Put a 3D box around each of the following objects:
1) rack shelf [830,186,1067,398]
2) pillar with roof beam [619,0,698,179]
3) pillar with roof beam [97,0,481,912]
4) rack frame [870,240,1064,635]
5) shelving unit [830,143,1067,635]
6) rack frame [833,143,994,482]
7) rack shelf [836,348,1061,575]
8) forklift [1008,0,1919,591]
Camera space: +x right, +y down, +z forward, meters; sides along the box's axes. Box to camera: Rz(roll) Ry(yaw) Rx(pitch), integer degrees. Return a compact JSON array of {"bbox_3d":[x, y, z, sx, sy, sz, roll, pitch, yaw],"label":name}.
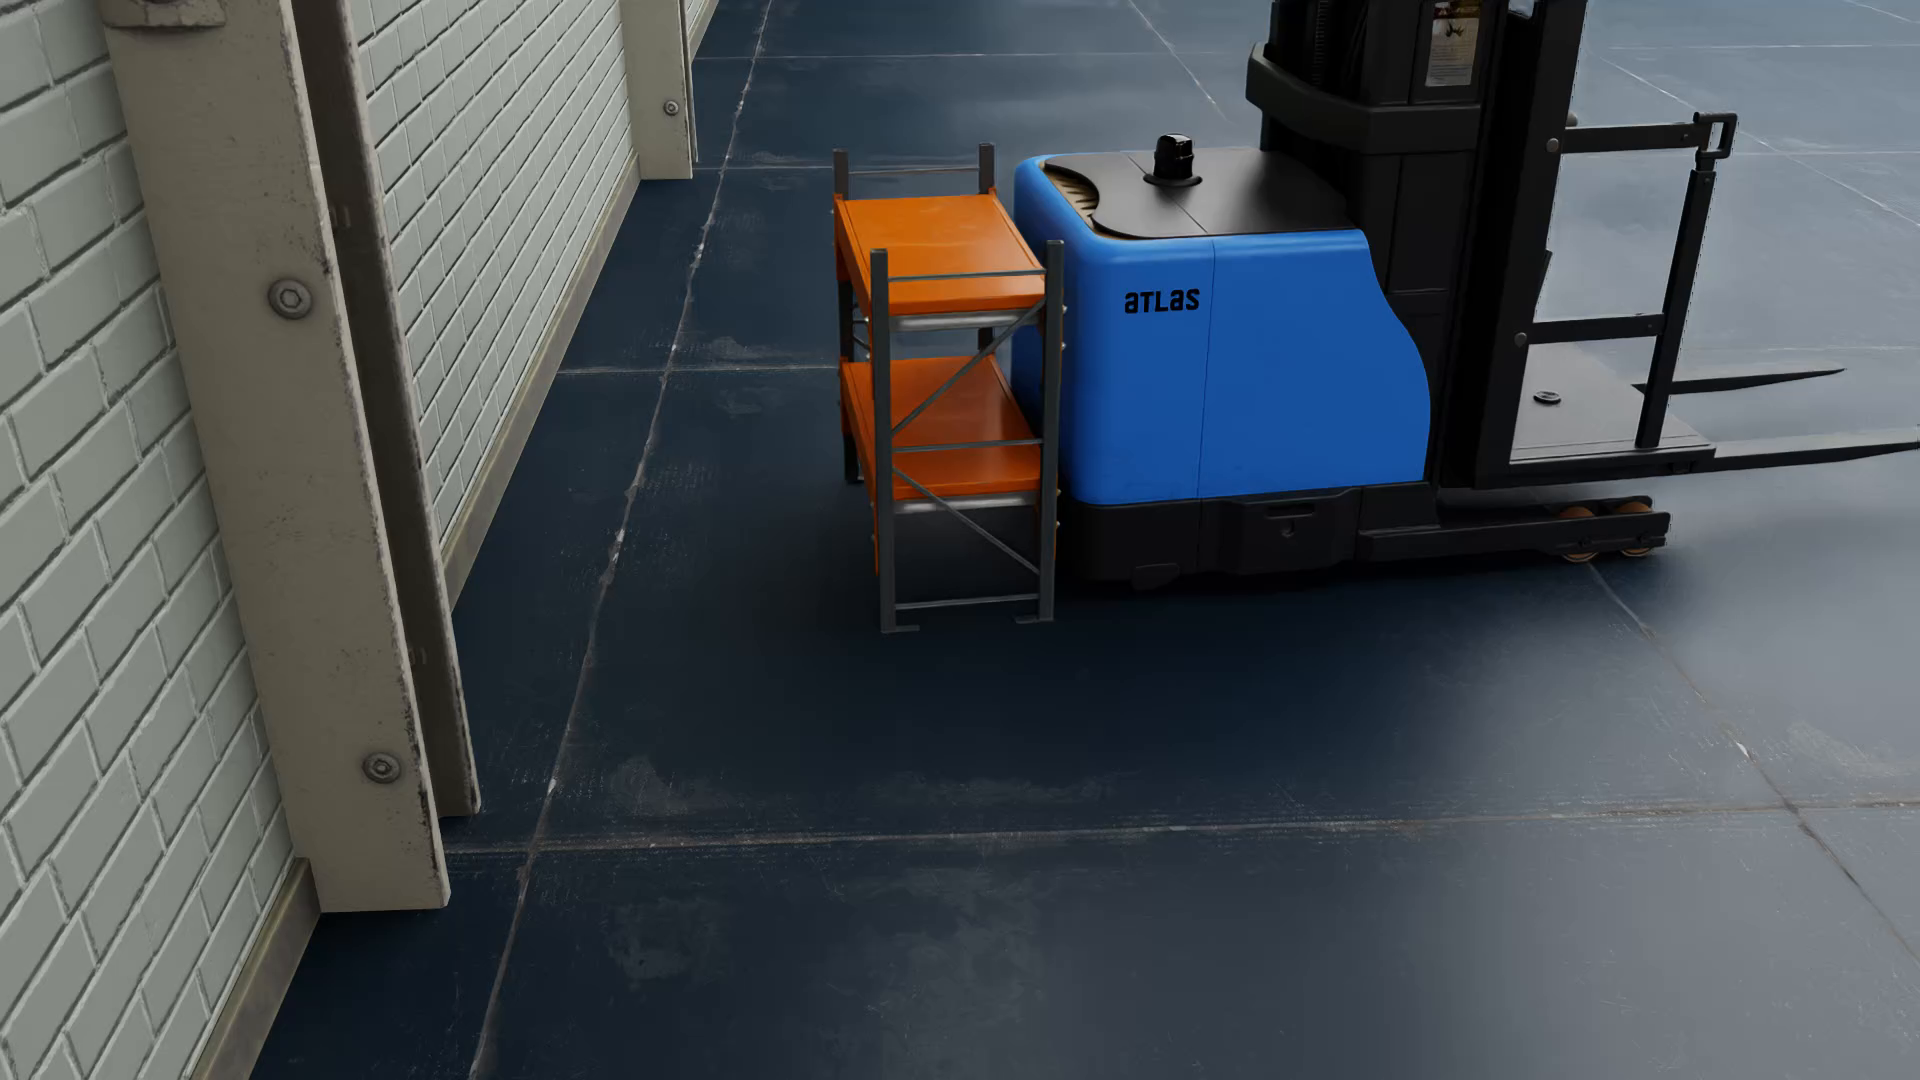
[{"bbox_3d":[-0.062,-0.746,4.831,0.538,0.278,1.000,-4,28,-8],"label":"rack shelf"},{"bbox_3d":[2.681,-6.137,7.286,9.100,9.000,0.400,-1,28,-3],"label":"pillar with roof beam"},{"bbox_3d":[2.994,-3.366,1.974,9.100,9.000,0.400,-1,28,-3],"label":"pillar with roof beam"},{"bbox_3d":[0.019,-0.255,4.522,0.500,1.125,0.032,-4,28,-8],"label":"rack frame"},{"bbox_3d":[-0.062,-0.487,4.967,0.538,1.125,1.048,-4,28,-8],"label":"shelving unit"},{"bbox_3d":[-0.143,-0.719,5.412,0.500,1.125,0.032,-4,28,-8],"label":"rack frame"},{"bbox_3d":[-0.062,-0.270,5.080,0.538,0.278,1.000,-4,28,-8],"label":"rack shelf"},{"bbox_3d":[1.724,-1.468,4.894,3.031,2.935,1.130,-5,28,-9],"label":"forklift"}]
